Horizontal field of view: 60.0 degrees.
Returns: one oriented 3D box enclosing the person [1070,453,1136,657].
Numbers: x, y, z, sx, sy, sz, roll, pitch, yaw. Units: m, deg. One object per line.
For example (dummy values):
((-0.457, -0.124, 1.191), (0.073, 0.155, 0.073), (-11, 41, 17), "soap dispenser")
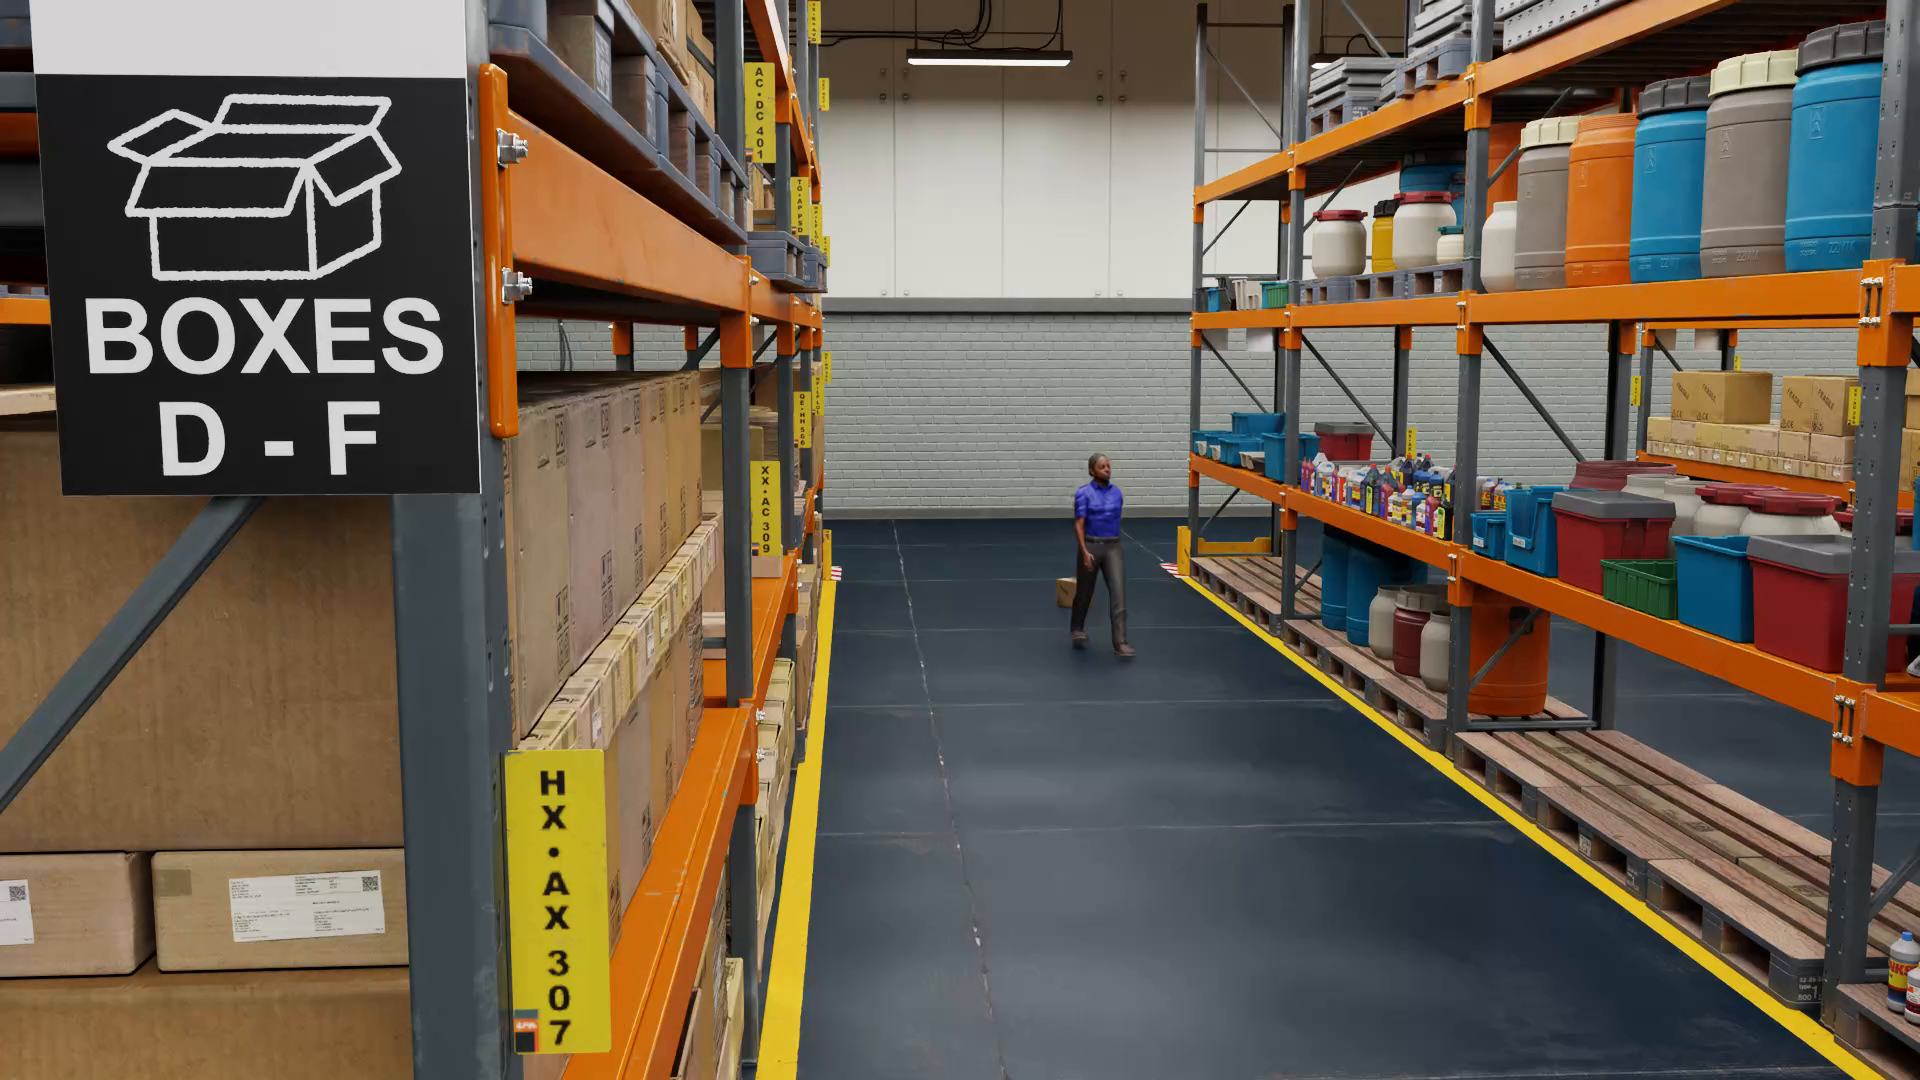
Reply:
((1.134, 0.100, 13.418), (0.442, 1.594, 0.990), (-2, 7, -13), "person")
